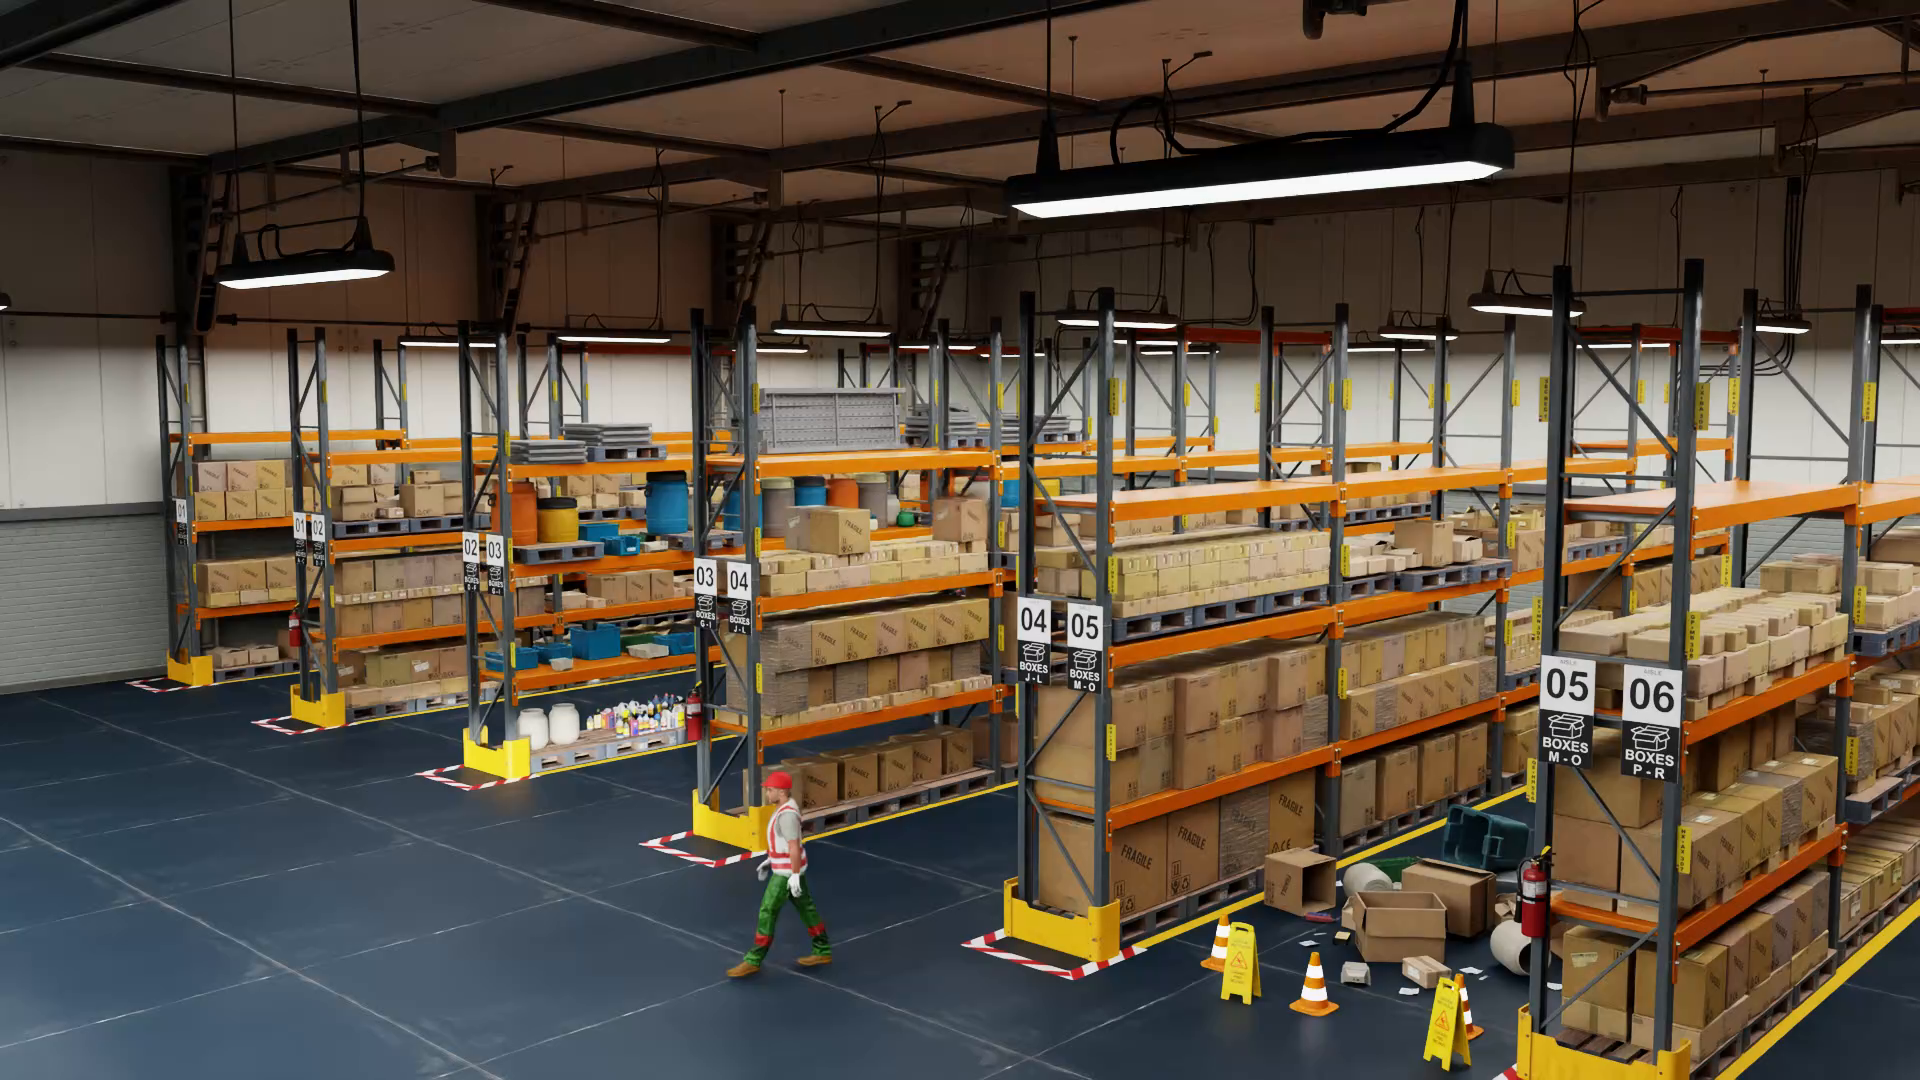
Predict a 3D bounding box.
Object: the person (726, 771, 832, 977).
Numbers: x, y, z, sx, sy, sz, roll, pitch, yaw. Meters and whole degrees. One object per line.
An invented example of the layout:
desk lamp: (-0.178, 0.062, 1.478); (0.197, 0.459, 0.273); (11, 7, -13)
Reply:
person: (-1.585, 2.897, 14.602); (0.900, 1.746, 0.563); (0, 5, -1)

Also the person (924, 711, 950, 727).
person: (-0.299, 1.920, 24.994); (0.588, 1.783, 0.511); (5, 7, 43)
